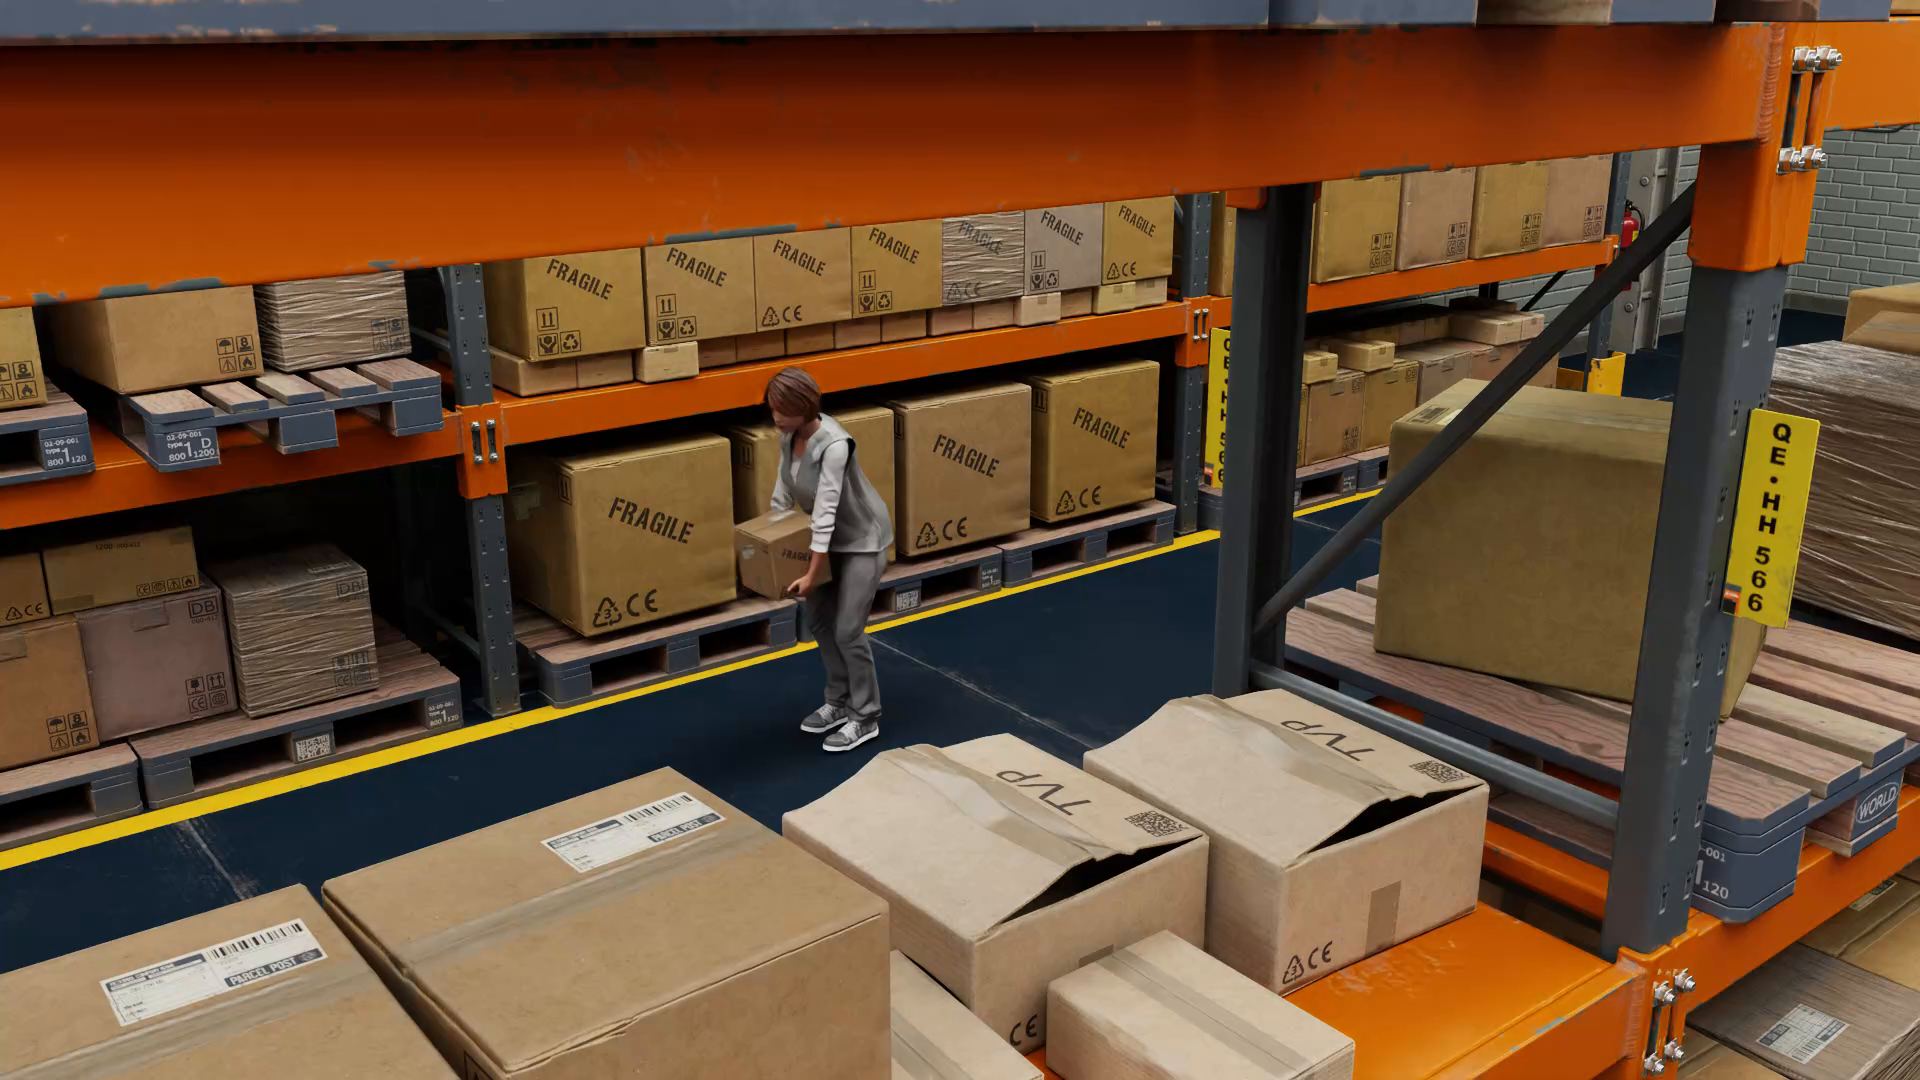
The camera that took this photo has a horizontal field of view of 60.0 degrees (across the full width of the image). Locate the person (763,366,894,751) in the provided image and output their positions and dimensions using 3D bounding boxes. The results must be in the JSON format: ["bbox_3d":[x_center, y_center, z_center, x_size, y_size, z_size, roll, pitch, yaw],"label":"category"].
[{"bbox_3d":[-0.517,0.072,6.459,0.541,1.535,0.373,-14,23,-37],"label":"person"}]
